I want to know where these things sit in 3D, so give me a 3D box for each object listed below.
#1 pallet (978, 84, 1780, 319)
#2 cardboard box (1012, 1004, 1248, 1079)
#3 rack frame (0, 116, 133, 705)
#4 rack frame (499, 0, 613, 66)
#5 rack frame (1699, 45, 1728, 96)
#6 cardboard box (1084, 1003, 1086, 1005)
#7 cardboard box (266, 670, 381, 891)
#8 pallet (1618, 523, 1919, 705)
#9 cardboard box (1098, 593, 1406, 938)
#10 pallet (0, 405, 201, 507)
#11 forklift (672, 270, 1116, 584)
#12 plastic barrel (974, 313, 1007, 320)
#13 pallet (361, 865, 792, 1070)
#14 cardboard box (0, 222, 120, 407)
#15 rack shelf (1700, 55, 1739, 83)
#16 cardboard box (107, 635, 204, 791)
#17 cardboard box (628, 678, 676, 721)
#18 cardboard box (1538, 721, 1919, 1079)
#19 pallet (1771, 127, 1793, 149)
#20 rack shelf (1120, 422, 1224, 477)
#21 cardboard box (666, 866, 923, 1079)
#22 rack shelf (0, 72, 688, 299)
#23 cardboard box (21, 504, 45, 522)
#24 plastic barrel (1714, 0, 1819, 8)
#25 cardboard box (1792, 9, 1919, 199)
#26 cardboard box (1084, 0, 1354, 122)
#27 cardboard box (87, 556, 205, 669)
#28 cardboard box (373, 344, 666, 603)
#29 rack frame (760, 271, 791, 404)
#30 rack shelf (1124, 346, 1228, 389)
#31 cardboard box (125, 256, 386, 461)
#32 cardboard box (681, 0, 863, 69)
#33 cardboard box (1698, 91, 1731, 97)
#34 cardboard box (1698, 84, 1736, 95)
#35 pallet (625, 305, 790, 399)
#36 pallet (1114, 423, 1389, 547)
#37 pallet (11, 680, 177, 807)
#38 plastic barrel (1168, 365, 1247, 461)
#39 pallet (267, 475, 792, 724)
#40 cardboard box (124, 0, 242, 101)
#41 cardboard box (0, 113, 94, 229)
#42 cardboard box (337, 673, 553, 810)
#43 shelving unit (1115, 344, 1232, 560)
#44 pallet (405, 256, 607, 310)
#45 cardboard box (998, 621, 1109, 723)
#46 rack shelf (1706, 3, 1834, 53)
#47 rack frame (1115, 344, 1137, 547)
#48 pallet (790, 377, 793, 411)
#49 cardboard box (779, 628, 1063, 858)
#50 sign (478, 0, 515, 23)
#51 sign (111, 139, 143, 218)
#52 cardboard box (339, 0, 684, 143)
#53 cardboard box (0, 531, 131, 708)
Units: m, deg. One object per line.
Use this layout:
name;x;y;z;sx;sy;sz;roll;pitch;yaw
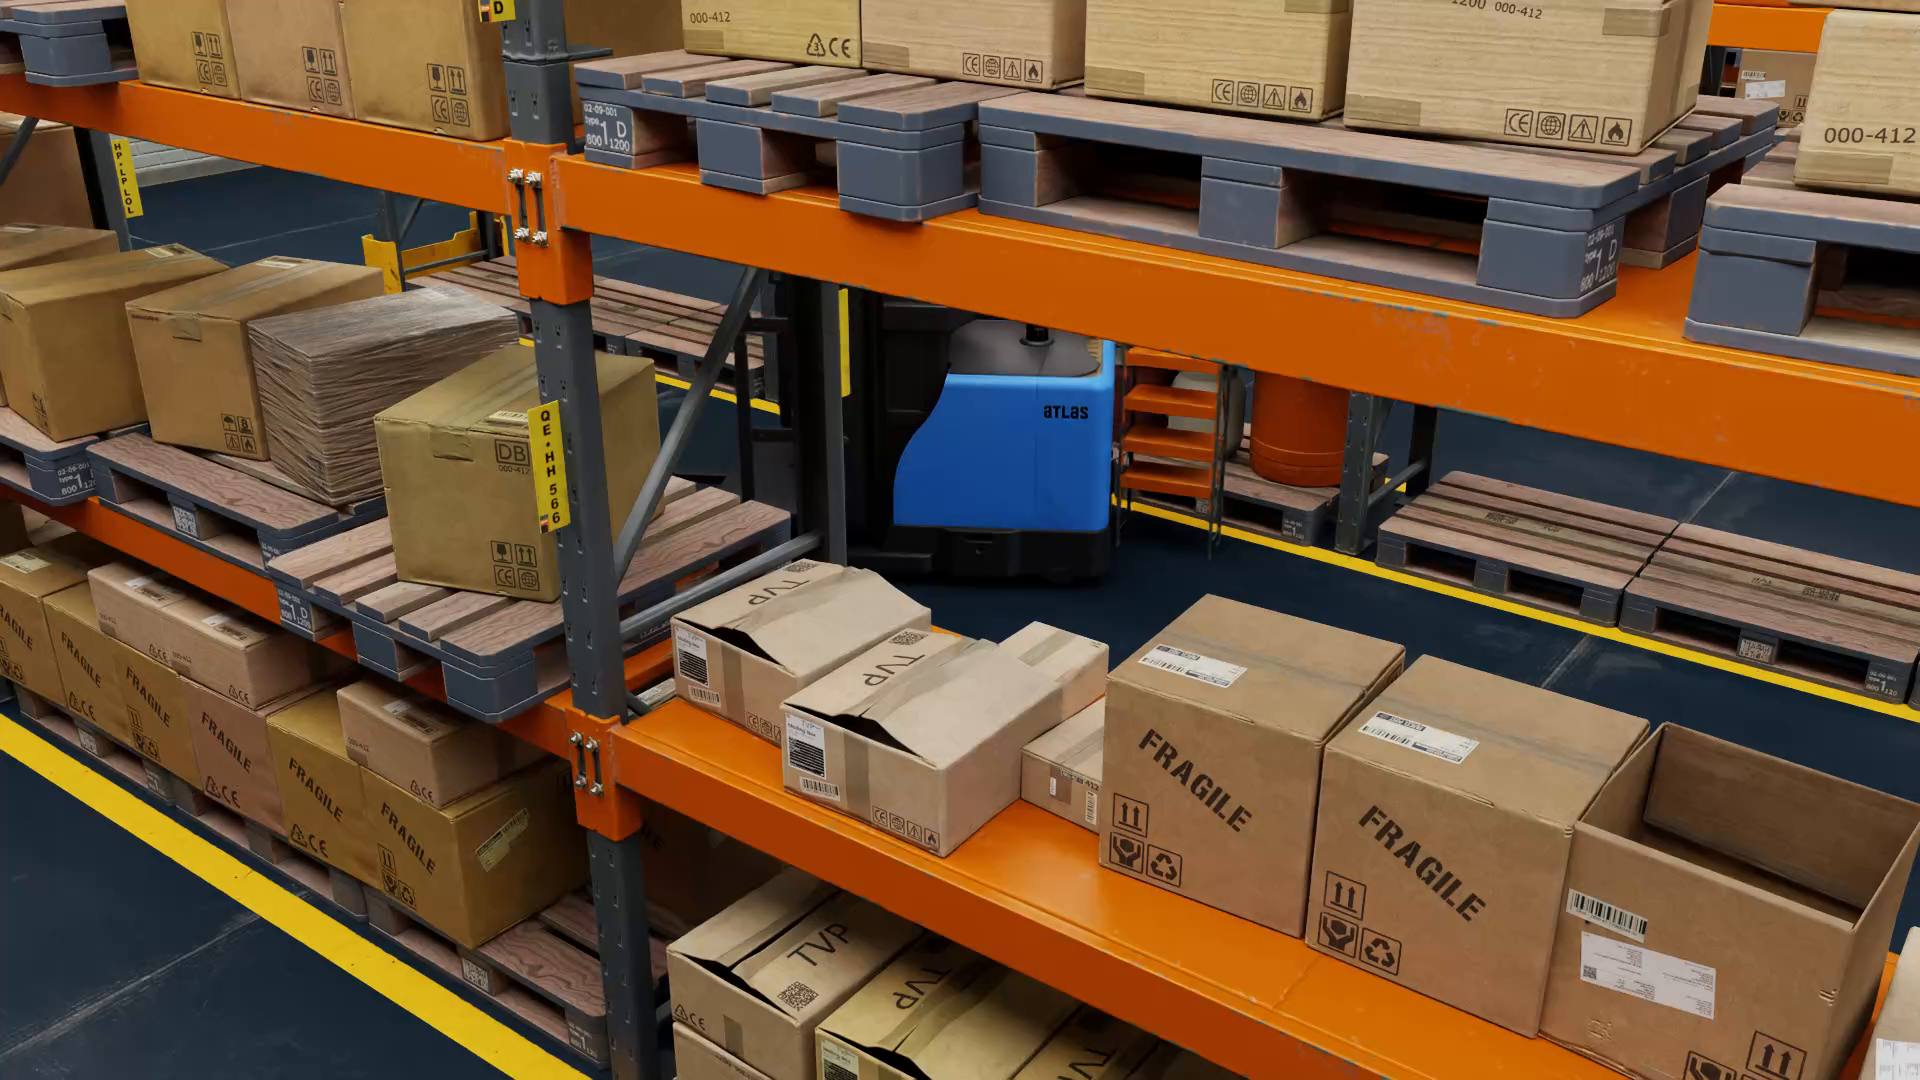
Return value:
pallet;0.802;-0.743;3.230;1.213;0.211;1.003;18;30;36
cardboard box;0.384;1.418;4.006;0.500;0.311;0.500;16;28;32
rack frame;-3.892;-0.829;6.911;0.127;3.000;1.000;17;29;33
rack frame;-0.691;-2.607;3.506;0.127;3.000;1.000;17;29;33
rack frame;5.253;-3.057;11.968;0.127;3.000;1.000;17;29;33
cardboard box;0.296;1.119;4.685;0.500;0.311;0.500;16;29;33
cardboard box;-1.994;0.805;5.757;0.500;0.500;0.500;16;28;31
pallet;3.851;0.312;7.780;1.213;0.211;1.003;17;29;33
cardboard box;0.662;0.493;3.787;0.500;0.500;0.500;15;28;31
pallet;-3.318;-0.513;6.431;1.213;0.211;1.003;17;29;33
forklift;-0.731;-1.356;8.192;3.031;2.935;1.130;2;24;5
plastic barrel;0.074;-1.350;10.175;0.708;0.901;0.600;17;29;33
pallet;-1.266;1.222;5.715;1.213;0.211;1.003;17;29;33
cardboard box;-3.647;-0.880;6.382;0.500;0.500;0.700;7;25;16
rack shelf;6.709;-4.787;16.787;4.000;0.370;1.077;17;29;33
cardboard box;-2.822;0.558;6.318;0.500;0.500;0.500;17;29;34
cardboard box;-1.306;0.754;5.873;0.500;0.500;0.500;16;28;31
cardboard box;1.484;0.741;3.223;0.500;0.500;0.500;19;30;37
pallet;5.887;-2.831;11.693;1.003;0.211;1.213;17;29;33
rack shelf;1.085;-0.464;8.482;0.480;0.148;0.258;9;25;19
cardboard box;-0.448;1.169;4.570;0.500;0.311;0.500;18;29;35
rack shelf;-2.291;-1.389;5.354;4.000;0.370;1.077;17;29;33
cardboard box;-4.796;-0.111;8.250;0.250;0.166;0.380;17;29;33
plastic barrel;3.333;-2.601;6.681;0.708;0.830;0.600;17;29;33
cardboard box;1.581;-0.675;2.506;0.500;0.250;0.500;14;27;28
cardboard box;0.587;-1.003;3.252;0.500;0.250;0.500;16;28;32
cardboard box;-2.851;0.208;6.182;0.500;0.250;0.500;17;29;33
cardboard box;-1.262;-0.216;4.874;0.500;0.500;0.700;7;25;16
rack frame;-0.918;-2.426;10.536;0.127;3.000;1.000;17;29;33
rack shelf;1.085;-0.885;8.296;0.480;0.148;0.258;9;25;19
cardboard box;-2.441;-0.660;5.882;0.500;0.500;0.700;9;25;20
cardboard box;-0.294;-1.266;3.849;0.500;0.250;0.500;14;28;29
cardboard box;7.194;-4.224;16.265;0.500;0.250;0.500;17;29;34
cardboard box;7.497;-4.392;16.646;0.500;0.250;0.500;16;29;33
pallet;-1.530;-1.315;11.474;1.213;0.211;1.003;17;29;33
pallet;1.627;-0.360;9.305;1.213;0.211;1.003;17;29;33
pallet;-3.218;0.632;7.055;1.213;0.211;1.003;17;29;33
plastic barrel;1.376;-0.733;9.258;0.421;0.512;0.421;0;24;0
pallet;-1.275;0.085;5.075;1.003;0.211;1.213;17;29;33
cardboard box;-1.884;-1.624;4.871;0.500;0.500;0.910;17;29;33
cardboard box;-4.100;-1.537;7.154;0.500;0.500;0.500;18;29;35
cardboard box;-1.628;0.575;5.349;0.500;0.250;0.500;18;30;35
shelving unit;1.085;-0.526;8.455;0.503;1.200;0.258;9;25;19
pallet;-3.482;-1.905;12.813;1.213;0.211;1.003;17;29;33
cardboard box;0.194;0.382;4.475;0.250;0.149;0.380;17;29;33
rack shelf;3.883;-2.019;6.783;4.000;0.370;1.077;17;29;33
rack frame;0.857;-0.560;8.533;0.015;1.200;0.240;9;25;19
pallet;-0.326;-0.950;10.644;1.213;0.211;1.003;17;29;33
cardboard box;-0.091;0.458;4.101;0.500;0.311;0.500;16;29;33
sign;-1.018;-1.296;3.611;0.005;0.325;0.100;17;29;33
sign;-3.562;-1.539;7.086;0.005;0.325;0.100;17;29;33
cardboard box;-1.060;-1.375;4.306;0.500;0.500;0.910;17;29;33
cardboard box;-3.651;0.309;6.882;0.500;0.500;0.500;15;28;31
